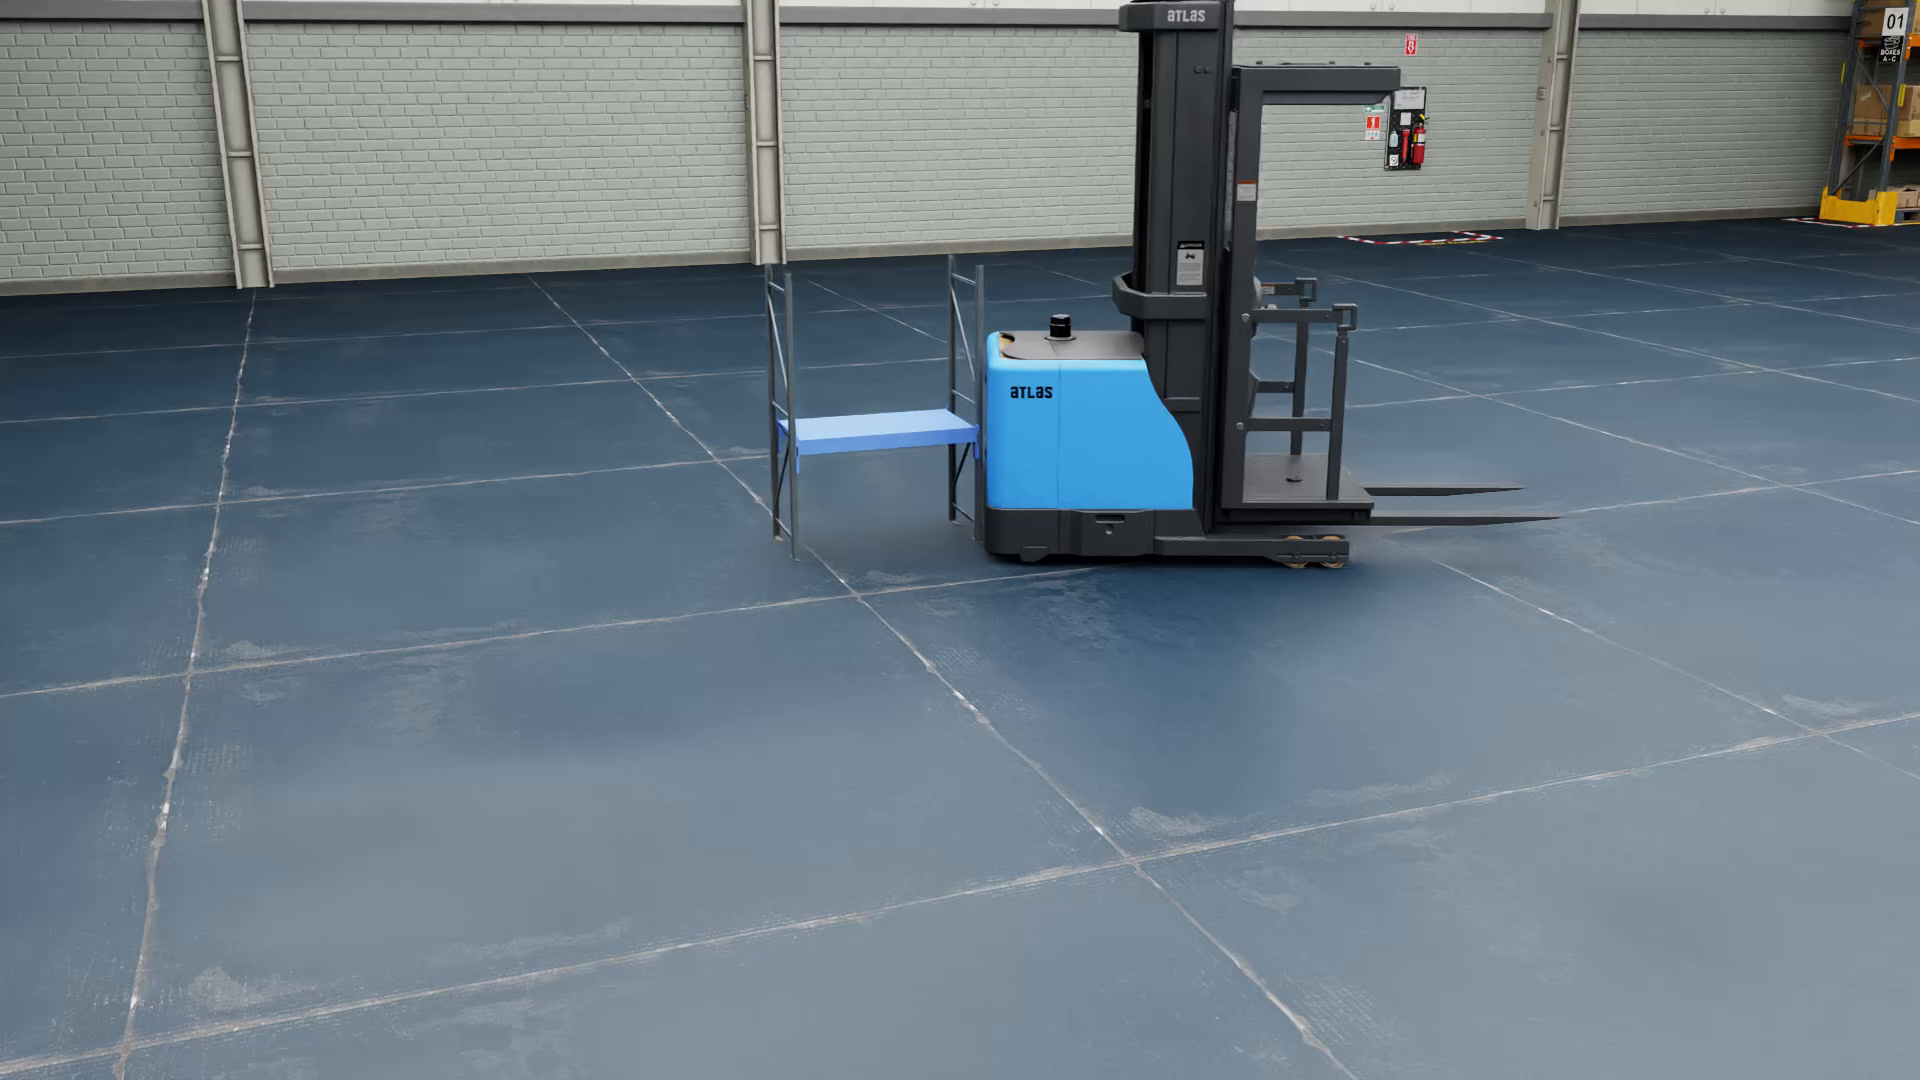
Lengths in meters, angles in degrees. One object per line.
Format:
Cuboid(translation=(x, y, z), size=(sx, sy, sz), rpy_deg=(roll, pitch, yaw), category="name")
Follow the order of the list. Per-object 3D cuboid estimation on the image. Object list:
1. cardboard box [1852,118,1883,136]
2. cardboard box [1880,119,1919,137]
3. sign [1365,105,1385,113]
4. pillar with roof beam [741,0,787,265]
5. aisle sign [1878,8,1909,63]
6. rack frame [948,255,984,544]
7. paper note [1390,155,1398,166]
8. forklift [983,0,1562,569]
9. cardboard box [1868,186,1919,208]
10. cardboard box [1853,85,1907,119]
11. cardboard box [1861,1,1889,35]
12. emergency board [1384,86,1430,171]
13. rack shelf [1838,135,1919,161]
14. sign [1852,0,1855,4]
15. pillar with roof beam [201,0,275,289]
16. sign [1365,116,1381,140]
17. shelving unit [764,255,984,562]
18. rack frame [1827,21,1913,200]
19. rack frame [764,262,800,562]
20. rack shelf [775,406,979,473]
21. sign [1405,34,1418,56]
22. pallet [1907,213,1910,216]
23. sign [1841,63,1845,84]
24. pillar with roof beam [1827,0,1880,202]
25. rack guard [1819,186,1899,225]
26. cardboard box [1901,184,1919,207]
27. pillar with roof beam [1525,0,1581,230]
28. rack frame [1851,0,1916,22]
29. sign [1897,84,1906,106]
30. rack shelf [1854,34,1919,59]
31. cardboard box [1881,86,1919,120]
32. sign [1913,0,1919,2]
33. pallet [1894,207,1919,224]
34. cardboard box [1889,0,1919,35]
Cuboid(translation=(14.409, -6.490, 26.107), size=(0.500, 0.250, 0.500), rpy_deg=(-6, 17, -19), category="cardboard box")
Cuboid(translation=(14.611, -6.358, 25.656), size=(0.500, 0.250, 0.500), rpy_deg=(-7, 18, -22), category="cardboard box")
Cuboid(translation=(5.916, -6.150, 23.712), size=(0.331, 0.109, 0.001), rpy_deg=(-6, 17, -20), category="sign")
Cuboid(translation=(-0.882, -6.684, 15.887), size=(0.400, 9.000, 9.100), rpy_deg=(-6, 17, -20), category="pillar with roof beam")
Cuboid(translation=(14.082, -7.616, 25.095), size=(0.004, 0.787, 0.394), rpy_deg=(-6, 17, -20), category="aisle sign")
Cuboid(translation=(0.028, -0.764, 9.038), size=(0.032, 1.500, 0.500), rpy_deg=(-5, 17, -18), category="rack frame")
Cuboid(translation=(6.272, -5.486, 24.021), size=(0.142, 0.148, 0.016), rpy_deg=(-6, 17, -20), category="paper note")
Cuboid(translation=(1.647, -1.410, 8.697), size=(3.031, 2.935, 1.130), rpy_deg=(0, 16, 0), category="forklift")
Cuboid(translation=(14.720, -5.422, 26.228), size=(0.500, 0.311, 0.500), rpy_deg=(-8, 18, -26), category="cardboard box")
Cuboid(translation=(14.406, -6.855, 26.019), size=(0.500, 0.500, 0.500), rpy_deg=(-6, 18, -21), category="cardboard box")
Cuboid(translation=(14.341, -8.060, 25.685), size=(0.500, 0.500, 0.500), rpy_deg=(-5, 17, -16), category="cardboard box")
Cuboid(translation=(6.462, -5.909, 23.895), size=(0.643, 1.169, 0.194), rpy_deg=(-6, 17, -20), category="emergency board")
Cuboid(translation=(15.909, -6.311, 26.542), size=(4.000, 0.370, 1.077), rpy_deg=(-6, 17, -20), category="rack shelf")
Cuboid(translation=(13.862, -8.467, 25.711), size=(0.005, 0.325, 0.100), rpy_deg=(-6, 17, -20), category="sign")
Cuboid(translation=(-6.485, -6.079, 13.827), size=(0.400, 9.000, 9.100), rpy_deg=(-6, 17, -20), category="pillar with roof beam")
Cuboid(translation=(5.909, -5.897, 23.793), size=(0.234, 0.329, 0.001), rpy_deg=(-6, 17, -20), category="sign")
Cuboid(translation=(-0.453, -0.718, 8.881), size=(1.048, 1.500, 0.538), rpy_deg=(-5, 17, -18), category="shelving unit")
Cuboid(translation=(14.042, -6.455, 25.754), size=(0.127, 3.000, 1.000), rpy_deg=(-6, 17, -20), category="rack frame")
Cuboid(translation=(-0.934, -0.672, 8.724), size=(0.032, 1.500, 0.500), rpy_deg=(-5, 17, -18), category="rack frame")
Cuboid(translation=(-0.453, -0.545, 8.931), size=(1.000, 0.185, 0.538), rpy_deg=(-5, 17, -18), category="rack shelf")
Cuboid(translation=(6.419, -7.046, 23.655), size=(0.199, 0.298, 0.001), rpy_deg=(-6, 17, -20), category="sign")
Cuboid(translation=(16.021, -5.319, 26.836), size=(1.213, 0.211, 1.003), rpy_deg=(-6, 17, -20), category="pallet")
Cuboid(translation=(13.862, -7.310, 26.051), size=(0.005, 0.325, 0.100), rpy_deg=(-6, 17, -20), category="sign")
Cuboid(translation=(15.926, -8.498, 22.067), size=(0.400, 9.000, 9.100), rpy_deg=(-6, 17, -20), category="pillar with roof beam")
Cuboid(translation=(14.113, -5.263, 26.133), size=(0.348, 0.500, 1.175), rpy_deg=(-6, 17, -20), category="rack guard")
Cuboid(translation=(15.252, -5.479, 26.424), size=(0.500, 0.311, 0.500), rpy_deg=(-5, 17, -15), category="cardboard box")
Cuboid(translation=(10.323, -7.894, 20.007), size=(0.400, 9.000, 9.100), rpy_deg=(-6, 17, -20), category="pillar with roof beam")
Cuboid(translation=(14.042, -9.333, 24.909), size=(0.127, 3.000, 1.000), rpy_deg=(-6, 17, -20), category="rack frame")
Cuboid(translation=(14.236, -6.727, 25.146), size=(0.005, 0.325, 0.100), rpy_deg=(-6, 17, -20), category="sign")
Cuboid(translation=(15.909, -7.750, 26.120), size=(4.000, 0.370, 1.077), rpy_deg=(-6, 17, -20), category="rack shelf")
Cuboid(translation=(14.595, -6.721, 25.562), size=(0.500, 0.500, 0.500), rpy_deg=(-6, 17, -20), category="cardboard box")
Cuboid(translation=(14.236, -8.170, 24.722), size=(0.005, 0.325, 0.100), rpy_deg=(-6, 17, -20), category="sign")
Cuboid(translation=(14.884, -5.197, 26.421), size=(1.213, 0.211, 1.003), rpy_deg=(-6, 17, -20), category="pallet")
Cuboid(translation=(14.443, -7.919, 25.206), size=(0.500, 0.500, 0.500), rpy_deg=(-6, 17, -19), category="cardboard box")
